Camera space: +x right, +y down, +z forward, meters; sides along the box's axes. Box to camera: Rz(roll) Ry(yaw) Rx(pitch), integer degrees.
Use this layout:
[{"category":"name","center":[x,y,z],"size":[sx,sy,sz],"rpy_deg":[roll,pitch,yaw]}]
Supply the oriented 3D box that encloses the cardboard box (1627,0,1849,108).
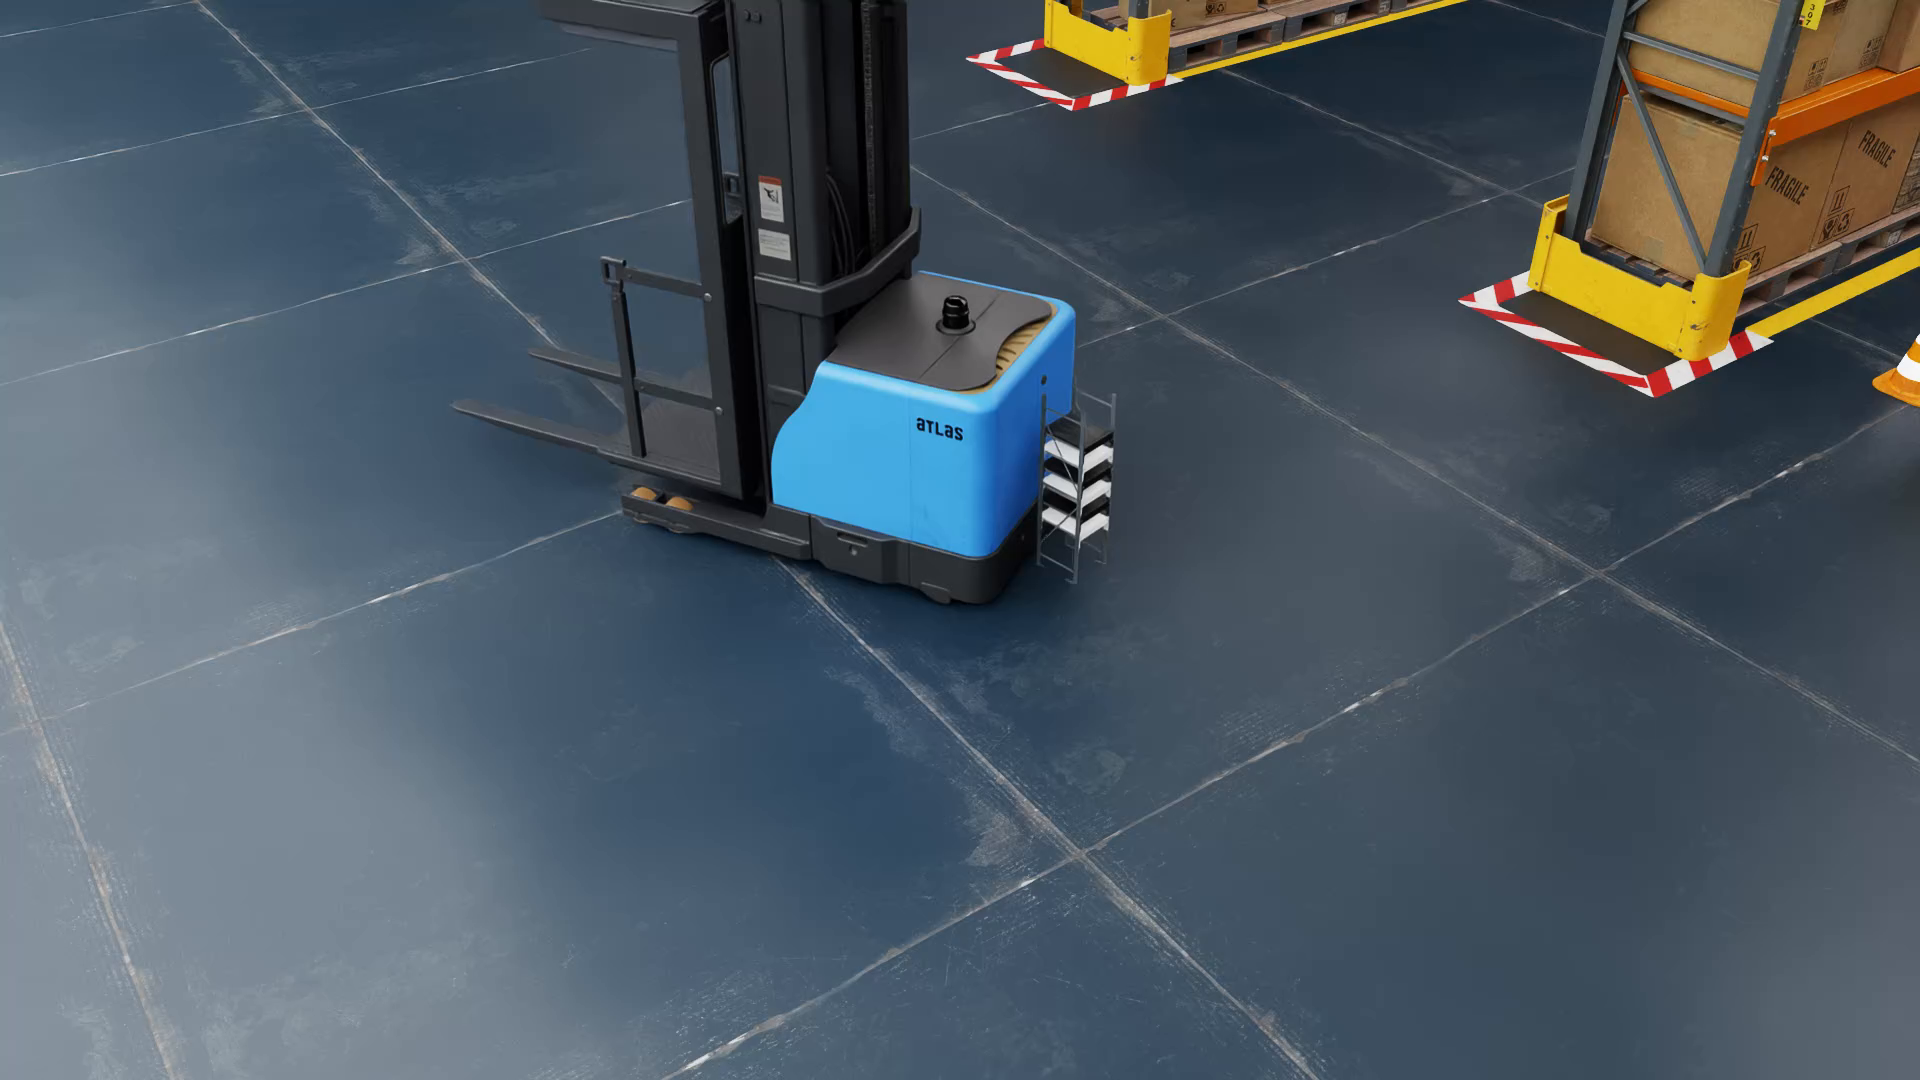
[{"category":"cardboard box","center":[4.110,-2.732,8.852],"size":[0.550,0.550,0.875],"rpy_deg":[-22,41,-28]}]

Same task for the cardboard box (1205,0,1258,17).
[{"category":"cardboard box","center":[2.047,-4.501,13.221],"size":[0.500,0.500,0.500],"rpy_deg":[-12,37,-16]}]

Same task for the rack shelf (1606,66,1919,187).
[{"category":"rack shelf","center":[5.467,-2.906,9.837],"size":[4.000,0.370,1.077],"rpy_deg":[-22,41,-28]}]

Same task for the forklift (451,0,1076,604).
[{"category":"forklift","center":[-1.031,-1.484,7.303],"size":[3.031,2.935,1.130],"rpy_deg":[15,38,20]}]

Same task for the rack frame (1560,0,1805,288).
[{"category":"rack frame","center":[3.833,-2.525,8.692],"size":[0.127,3.000,1.000],"rpy_deg":[-22,41,-28]}]

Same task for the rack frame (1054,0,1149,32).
[{"category":"rack frame","center":[1.058,-4.926,12.031],"size":[0.127,3.000,1.000],"rpy_deg":[-22,41,-28]}]

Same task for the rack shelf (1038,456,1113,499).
[{"category":"rack shelf","center":[0.507,-0.301,7.300],"size":[0.258,0.077,0.200],"rpy_deg":[29,45,34]}]

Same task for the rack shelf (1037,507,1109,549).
[{"category":"rack shelf","center":[0.507,-0.081,7.458],"size":[0.258,0.077,0.200],"rpy_deg":[29,45,34]}]

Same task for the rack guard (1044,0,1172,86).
[{"category":"rack guard","center":[1.120,-3.937,12.796],"size":[0.348,0.500,1.175],"rpy_deg":[-22,41,-28]}]

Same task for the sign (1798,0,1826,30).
[{"category":"sign","center":[4.147,-2.642,8.045],"size":[0.005,0.325,0.100],"rpy_deg":[-22,41,-28]}]

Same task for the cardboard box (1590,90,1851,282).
[{"category":"cardboard box","center":[4.349,-2.093,9.551],"size":[0.875,0.875,0.875],"rpy_deg":[-22,41,-28]}]

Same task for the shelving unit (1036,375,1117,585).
[{"category":"shelving unit","center":[0.507,-0.255,7.333],"size":[0.258,0.900,0.210],"rpy_deg":[29,45,34]}]

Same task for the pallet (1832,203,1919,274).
[{"category":"pallet","center":[5.438,-2.107,10.499],"size":[1.213,0.211,1.003],"rpy_deg":[-22,41,-28]}]

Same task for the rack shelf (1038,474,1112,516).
[{"category":"rack shelf","center":[0.507,-0.228,7.353],"size":[0.258,0.077,0.200],"rpy_deg":[29,45,34]}]

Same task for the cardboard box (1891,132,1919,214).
[{"category":"cardboard box","center":[5.813,-2.695,10.389],"size":[0.875,0.875,0.875],"rpy_deg":[-22,41,-28]}]

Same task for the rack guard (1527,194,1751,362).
[{"category":"rack guard","center":[3.813,-1.502,9.410],"size":[0.348,0.500,1.175],"rpy_deg":[-22,41,-28]}]

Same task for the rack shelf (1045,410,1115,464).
[{"category":"rack shelf","center":[0.507,-0.447,7.195],"size":[0.258,0.077,0.200],"rpy_deg":[29,45,34]}]

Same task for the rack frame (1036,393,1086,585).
[{"category":"rack frame","center":[0.437,-0.212,7.273],"size":[0.240,0.900,0.006],"rpy_deg":[29,45,34]}]

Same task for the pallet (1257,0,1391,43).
[{"category":"pallet","center":[2.801,-4.484,13.804],"size":[1.213,0.211,1.003],"rpy_deg":[-22,41,-28]}]

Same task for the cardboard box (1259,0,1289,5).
[{"category":"cardboard box","center":[2.570,-4.703,13.501],"size":[0.500,0.500,0.500],"rpy_deg":[-18,40,-24]}]

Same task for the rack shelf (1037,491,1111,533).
[{"category":"rack shelf","center":[0.507,-0.155,7.405],"size":[0.258,0.077,0.200],"rpy_deg":[29,45,34]}]

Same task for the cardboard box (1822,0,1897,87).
[{"category":"cardboard box","center":[4.547,-2.928,9.123],"size":[0.550,0.550,0.875],"rpy_deg":[-22,41,-28]}]

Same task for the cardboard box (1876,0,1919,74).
[{"category":"cardboard box","center":[5.077,-3.056,9.302],"size":[0.550,0.550,0.875],"rpy_deg":[-22,41,-28]}]

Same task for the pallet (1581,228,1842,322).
[{"category":"pallet","center":[4.441,-1.699,9.932],"size":[1.213,0.211,1.003],"rpy_deg":[-22,41,-28]}]

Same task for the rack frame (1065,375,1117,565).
[{"category":"rack frame","center":[0.577,-0.298,7.393],"size":[0.240,0.900,0.006],"rpy_deg":[29,45,34]}]

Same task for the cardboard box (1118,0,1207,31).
[{"category":"cardboard box","center":[1.578,-4.284,12.919],"size":[0.500,0.500,0.500],"rpy_deg":[-15,38,-20]}]

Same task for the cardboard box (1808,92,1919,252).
[{"category":"cardboard box","center":[5.067,-2.390,9.963],"size":[0.875,0.875,0.875],"rpy_deg":[-23,42,-29]}]

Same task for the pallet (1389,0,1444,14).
[{"category":"pallet","center":[3.799,-4.897,14.378],"size":[1.213,0.211,1.003],"rpy_deg":[-22,41,-28]}]

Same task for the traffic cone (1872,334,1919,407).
[{"category":"traffic cone","center":[5.085,-0.996,8.739],"size":[0.334,0.463,0.336],"rpy_deg":[-22,41,-28]}]

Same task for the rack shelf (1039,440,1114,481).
[{"category":"rack shelf","center":[0.507,-0.374,7.248],"size":[0.258,0.077,0.200],"rpy_deg":[29,45,34]}]

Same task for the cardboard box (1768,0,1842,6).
[{"category":"cardboard box","center":[4.158,-3.131,8.481],"size":[0.550,0.550,0.875],"rpy_deg":[-22,41,-28]}]

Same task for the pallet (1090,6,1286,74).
[{"category":"pallet","center":[1.805,-4.076,13.237],"size":[1.213,0.211,1.003],"rpy_deg":[-22,41,-28]}]
